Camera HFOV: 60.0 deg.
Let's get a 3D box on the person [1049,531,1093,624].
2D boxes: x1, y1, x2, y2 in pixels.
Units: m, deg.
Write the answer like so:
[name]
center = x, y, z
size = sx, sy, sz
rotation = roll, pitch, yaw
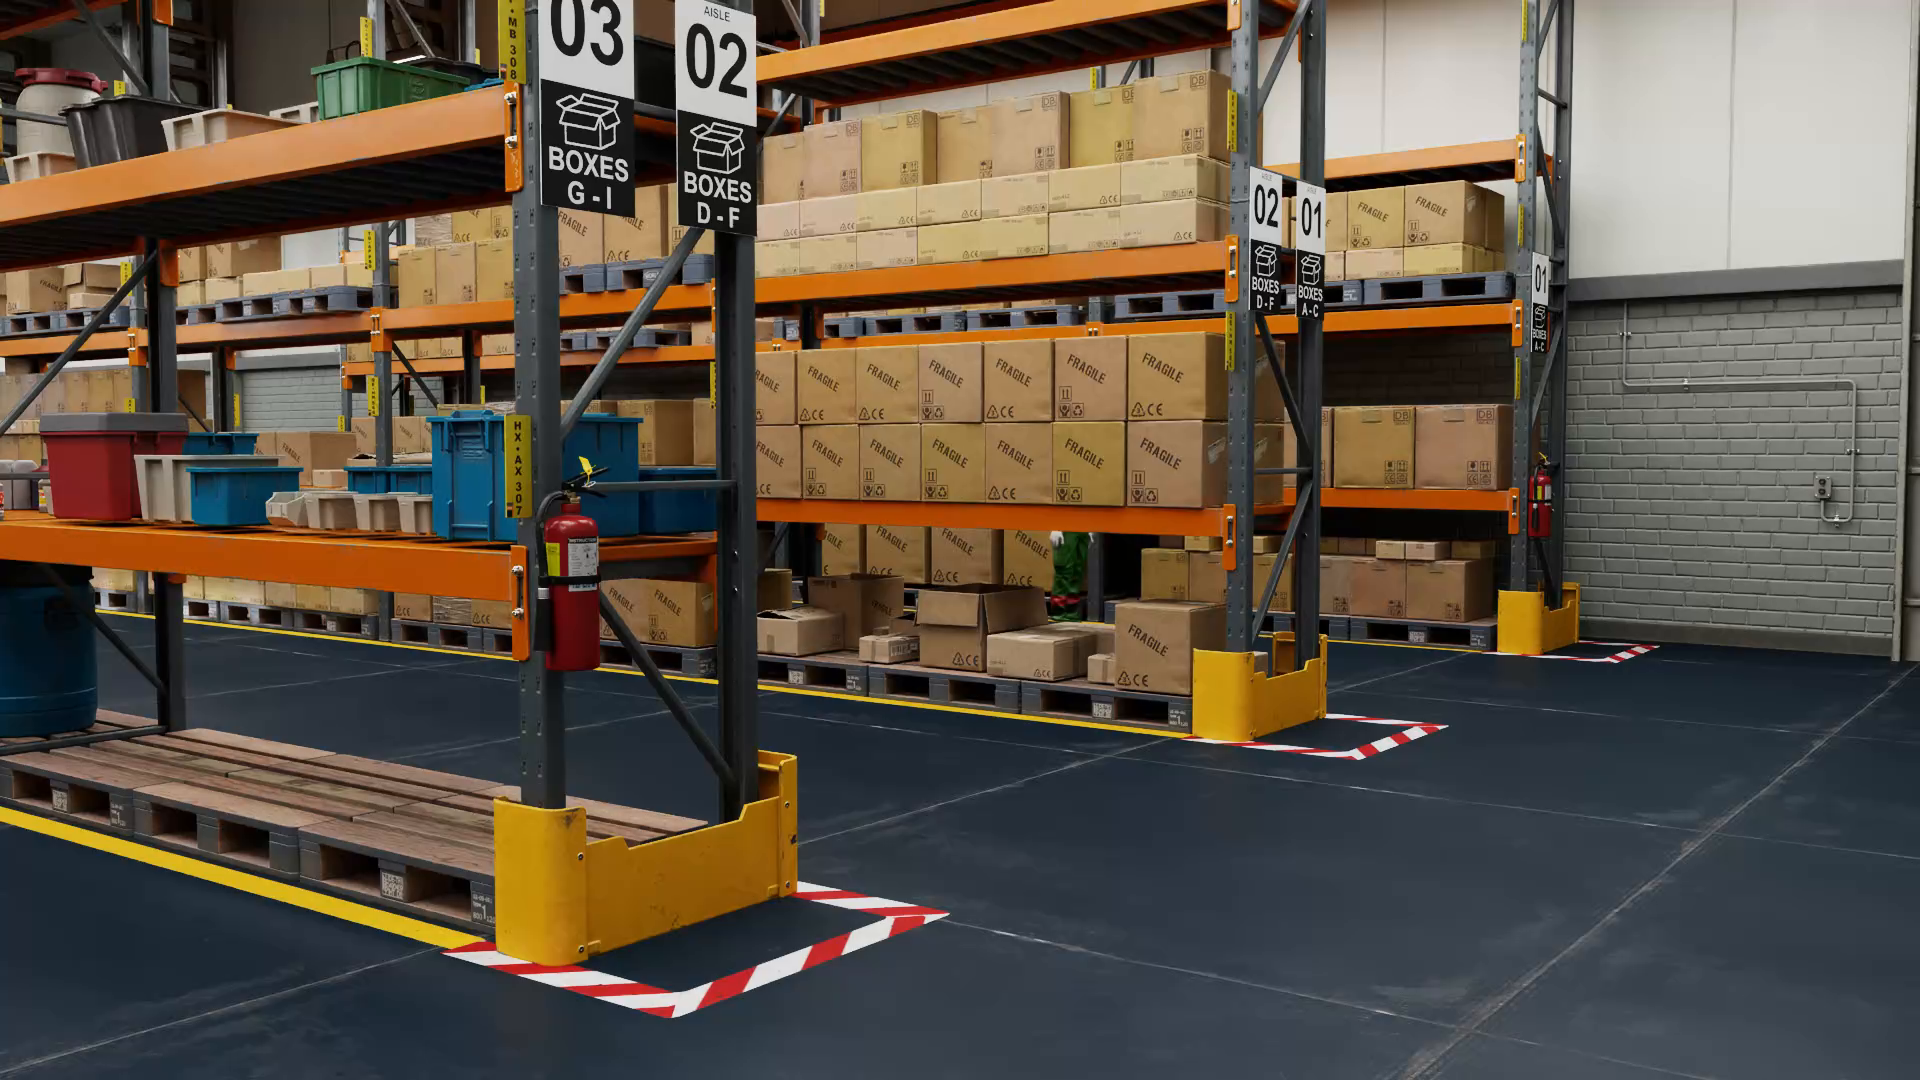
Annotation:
[person]
center = 1.000, -0.064, 14.696
size = 0.401, 1.798, 0.572
rotation = 2, 4, 37
